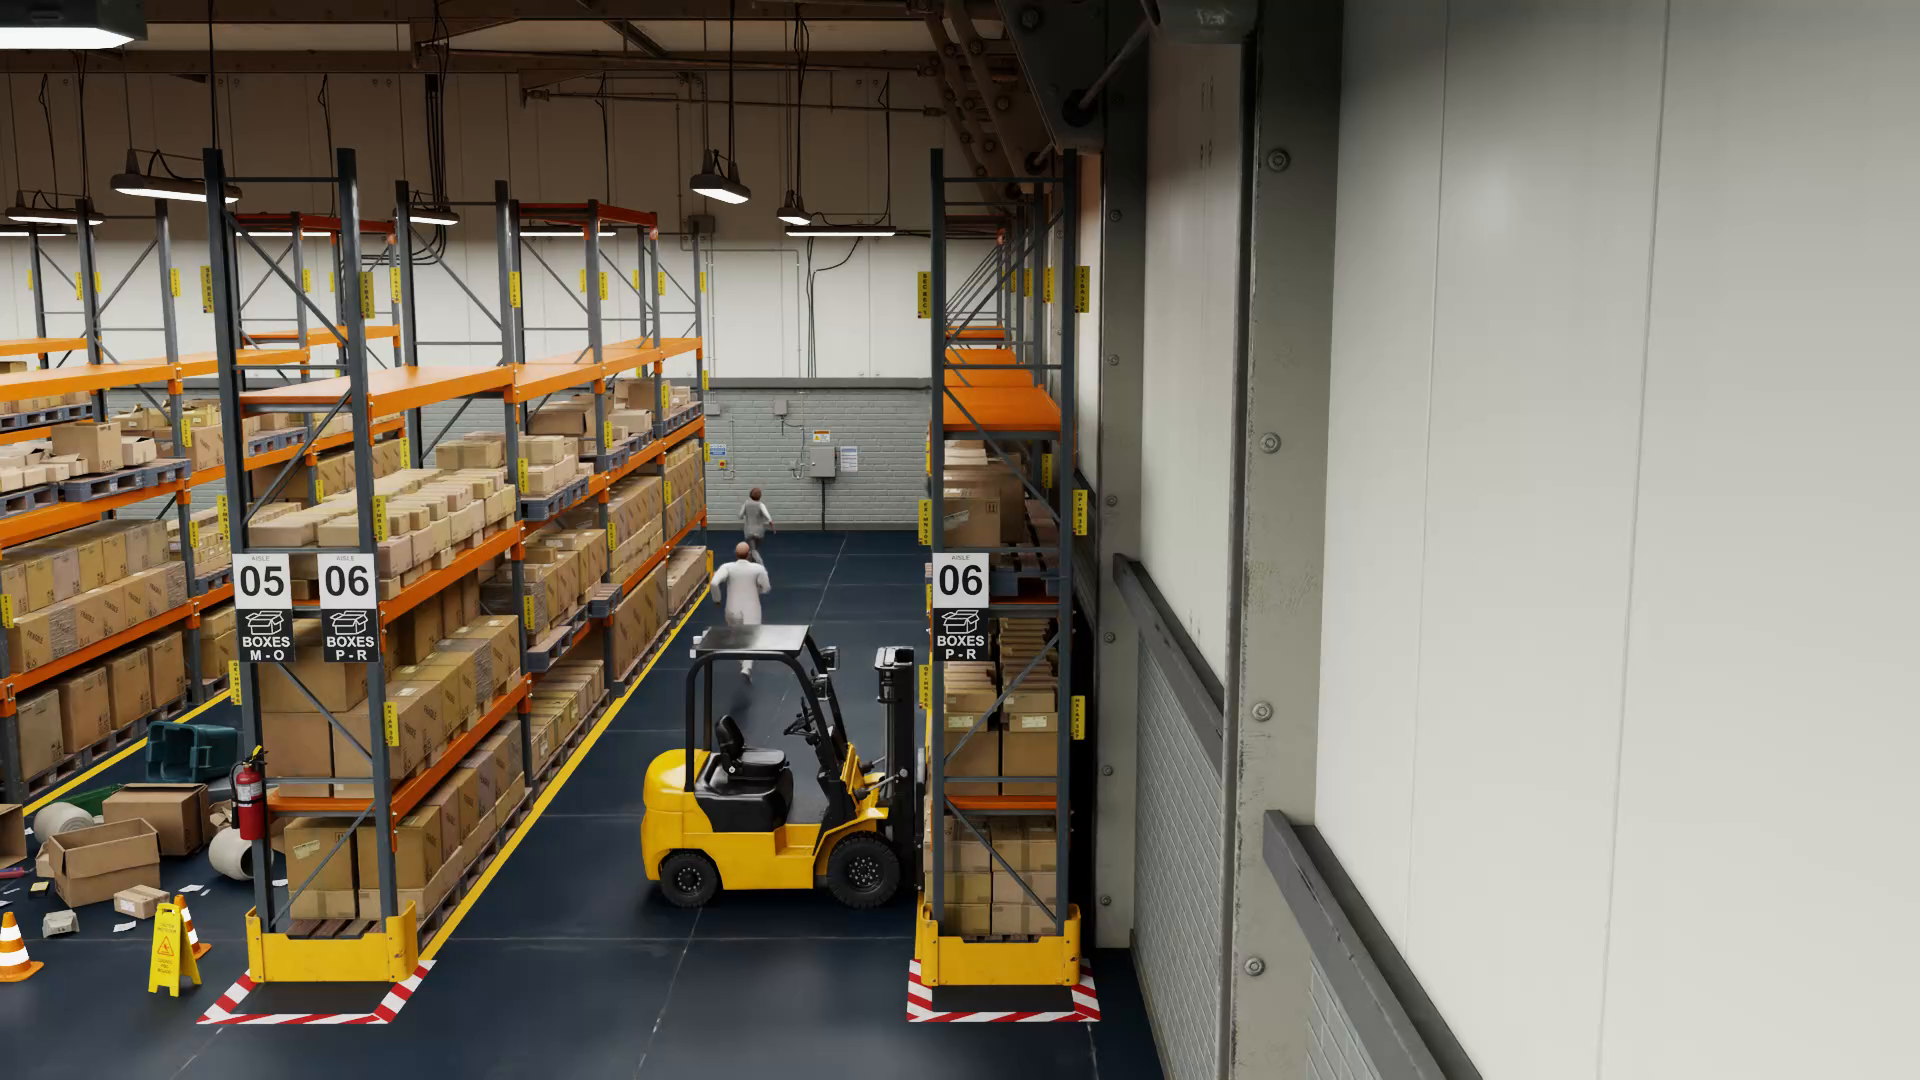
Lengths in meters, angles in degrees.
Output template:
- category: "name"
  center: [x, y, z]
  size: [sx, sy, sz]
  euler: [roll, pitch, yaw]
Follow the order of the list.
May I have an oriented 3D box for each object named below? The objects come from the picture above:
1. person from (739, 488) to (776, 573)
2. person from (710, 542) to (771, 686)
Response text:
- category: "person"
  center: [-3.432, -0.048, 28.212]
  size: [0.632, 1.505, 0.686]
  euler: [0, 9, -2]
- category: "person"
  center: [-2.675, 0.880, 20.474]
  size: [0.723, 1.738, 1.091]
  euler: [0, 9, -1]
